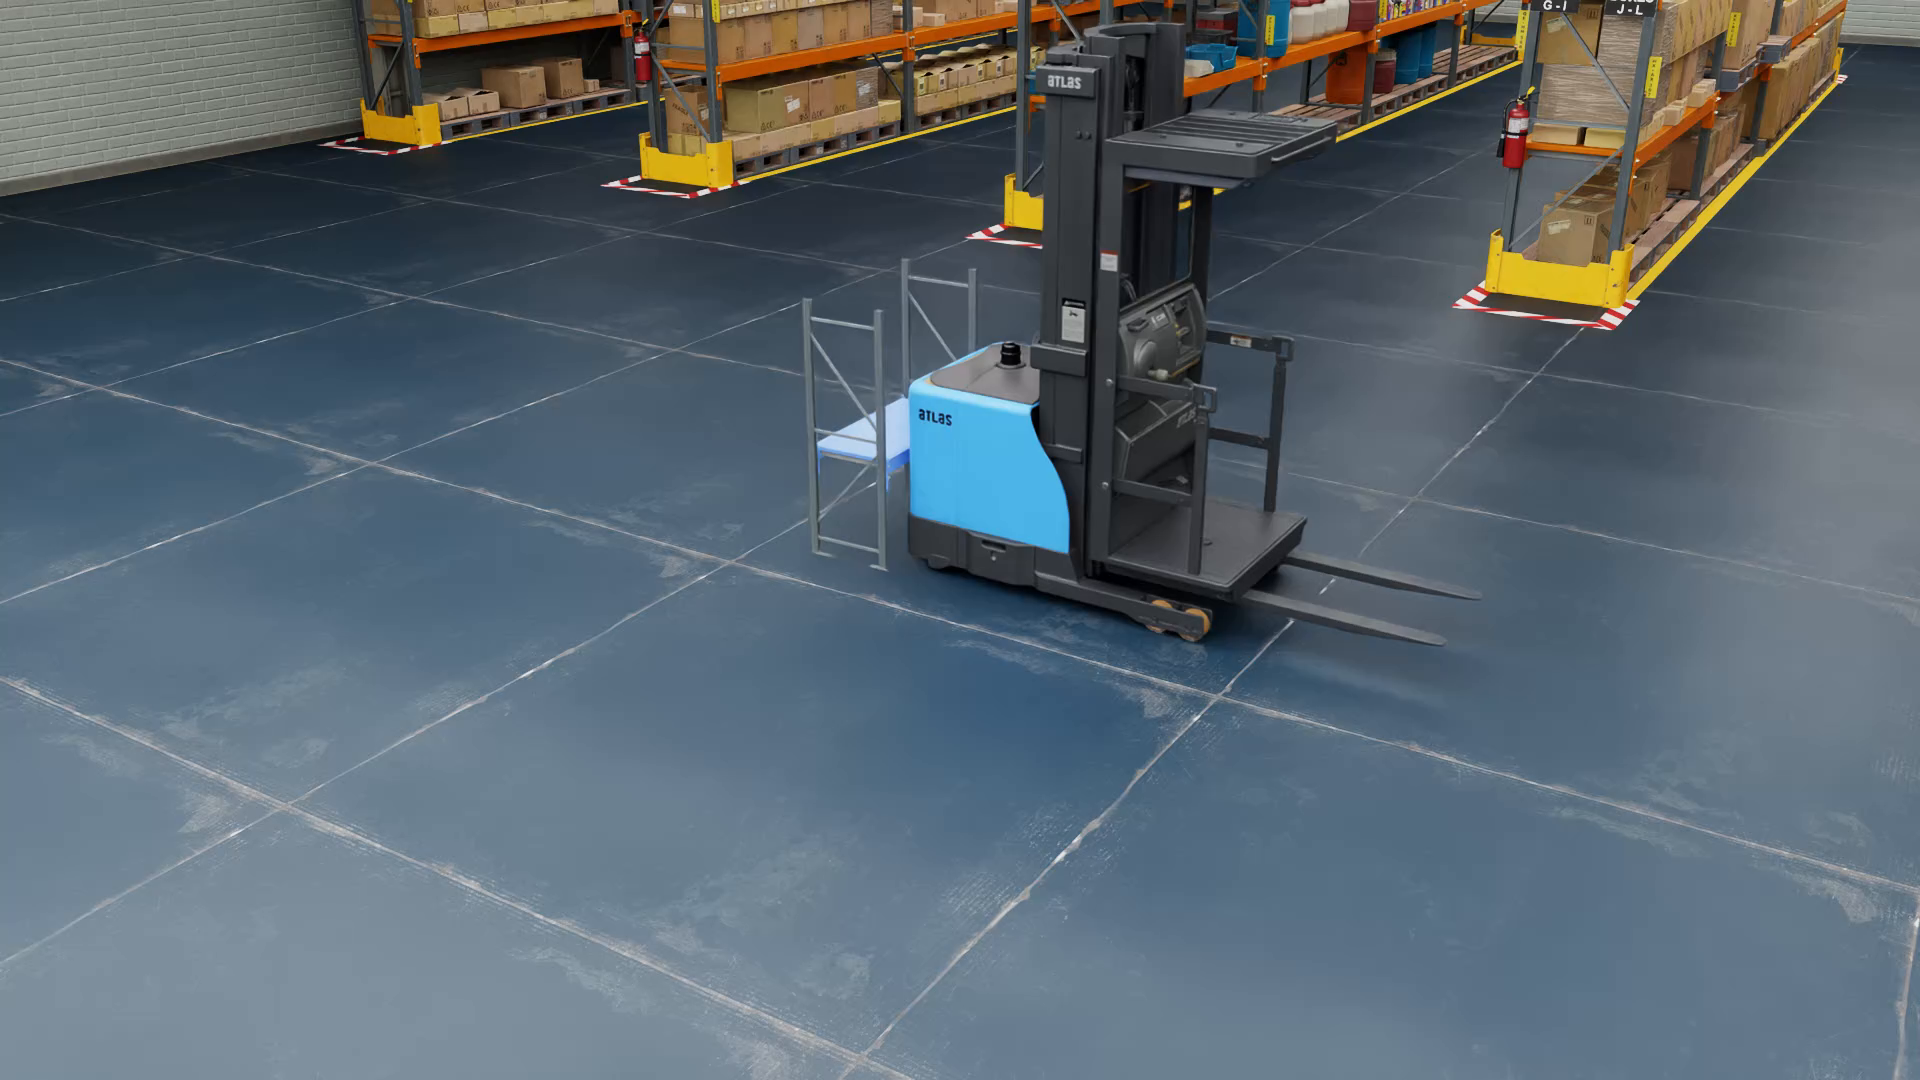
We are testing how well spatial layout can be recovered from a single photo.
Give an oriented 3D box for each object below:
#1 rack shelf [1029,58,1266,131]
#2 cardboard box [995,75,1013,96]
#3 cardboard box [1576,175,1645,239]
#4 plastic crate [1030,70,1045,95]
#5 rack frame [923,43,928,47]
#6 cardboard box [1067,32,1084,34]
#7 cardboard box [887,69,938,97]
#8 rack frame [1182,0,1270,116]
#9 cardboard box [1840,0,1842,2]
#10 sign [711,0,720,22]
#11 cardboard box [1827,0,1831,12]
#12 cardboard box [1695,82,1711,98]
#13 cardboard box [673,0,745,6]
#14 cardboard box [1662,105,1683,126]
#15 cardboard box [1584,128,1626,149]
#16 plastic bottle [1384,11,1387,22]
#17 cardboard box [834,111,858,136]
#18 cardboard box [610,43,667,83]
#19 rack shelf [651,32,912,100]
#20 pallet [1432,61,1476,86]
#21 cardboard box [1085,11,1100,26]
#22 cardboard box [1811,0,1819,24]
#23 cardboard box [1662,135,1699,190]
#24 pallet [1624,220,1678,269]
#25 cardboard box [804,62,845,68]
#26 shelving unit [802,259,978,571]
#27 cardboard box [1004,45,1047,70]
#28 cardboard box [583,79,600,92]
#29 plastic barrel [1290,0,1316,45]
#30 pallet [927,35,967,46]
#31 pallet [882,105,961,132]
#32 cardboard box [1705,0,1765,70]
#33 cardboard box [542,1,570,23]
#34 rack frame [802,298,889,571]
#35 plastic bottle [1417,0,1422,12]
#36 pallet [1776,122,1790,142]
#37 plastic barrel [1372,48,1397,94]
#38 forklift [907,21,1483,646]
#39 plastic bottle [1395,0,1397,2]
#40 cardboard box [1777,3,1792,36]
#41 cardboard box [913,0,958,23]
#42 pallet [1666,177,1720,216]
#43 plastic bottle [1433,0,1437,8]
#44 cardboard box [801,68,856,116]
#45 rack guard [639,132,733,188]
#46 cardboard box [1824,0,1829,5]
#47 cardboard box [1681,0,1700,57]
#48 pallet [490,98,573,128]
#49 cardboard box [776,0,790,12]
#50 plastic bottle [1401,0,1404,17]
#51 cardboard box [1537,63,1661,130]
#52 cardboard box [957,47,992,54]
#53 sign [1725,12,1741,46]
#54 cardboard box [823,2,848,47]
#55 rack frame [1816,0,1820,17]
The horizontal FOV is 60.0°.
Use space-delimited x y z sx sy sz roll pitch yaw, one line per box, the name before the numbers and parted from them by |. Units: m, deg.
rack shelf | 2.080 -4.904 18.209 1.077 0.370 4.000 14 27 29
cardboard box | 0.432 -6.657 24.285 0.500 0.250 0.500 15 27 30
cardboard box | 6.209 -3.191 15.963 0.500 0.500 0.500 17 29 34
plastic crate | 1.035 -4.723 17.071 0.499 0.251 0.616 14 27 29
rack frame | -1.062 -10.686 30.658 1.000 3.000 0.127 14 27 29
cardboard box | 1.877 -8.072 27.212 0.500 0.500 0.500 13 26 27
cardboard box | -0.642 -6.224 22.579 0.500 0.311 0.500 14 27 29
rack frame | 3.135 -5.910 19.625 1.000 3.000 0.127 14 27 29
cardboard box | 13.362 -8.360 25.603 0.380 0.149 0.250 14 27 30
sign | -2.713 -5.914 18.446 0.100 0.325 0.005 14 27 29
cardboard box | 12.550 -7.840 24.400 0.380 0.149 0.250 13 27 28
cardboard box | 7.339 -4.540 16.777 0.380 0.149 0.250 14 27 29
cardboard box | -2.896 -6.413 19.029 0.700 0.500 0.500 14 27 29
cardboard box | 6.459 -3.939 15.388 0.380 0.149 0.250 14 27 29
cardboard box | 5.586 -3.453 14.266 0.380 0.149 0.250 14 27 29
plastic bottle | 5.884 -7.313 23.117 0.097 0.201 0.097 0 23 0
cardboard box | -1.654 -5.339 21.240 0.500 0.250 0.500 14 27 29
cardboard box | -4.908 -7.292 25.412 0.700 0.500 0.500 15 28 31
rack shelf | -2.126 -5.944 20.610 1.077 0.370 4.000 14 27 29
pallet | 7.710 -7.586 27.008 1.003 0.211 1.213 14 27 29
cardboard box | 2.159 -8.598 27.485 0.500 0.250 0.500 14 27 29
cardboard box | 11.548 -7.403 22.948 0.500 0.500 0.500 14 27 29
cardboard box | 7.685 -4.129 18.105 0.700 0.500 0.500 12 26 25
pallet | 6.376 -2.945 16.286 1.003 0.211 1.213 14 27 29
cardboard box | -1.839 -5.963 21.736 0.500 0.500 0.500 14 27 29
shelving unit | -0.375 -0.743 9.578 0.538 1.500 1.048 13 27 27
cardboard box | 0.972 -7.259 24.968 0.500 0.311 0.500 15 27 30
cardboard box | -5.538 -6.701 24.465 0.380 0.166 0.250 10 25 22
plastic barrel | 4.213 -6.497 20.810 0.433 0.535 0.433 0 23 0
pallet | -0.594 -9.646 31.767 1.003 0.211 1.213 14 27 29
pallet | -0.716 -5.926 23.173 1.003 0.211 1.213 14 27 29
cardboard box | 7.881 -5.579 17.577 1.000 1.000 1.000 14 27 29
cardboard box | -5.796 -7.363 23.147 0.500 0.250 0.500 14 27 29
rack frame | -0.628 -0.568 9.174 0.500 1.500 0.032 13 27 27
plastic bottle | 6.686 -7.851 24.256 0.061 0.283 0.133 14 27 29
pallet | 10.577 -5.602 22.426 1.003 0.211 1.213 14 27 29
plastic barrel | 6.084 -6.896 24.410 0.600 0.588 0.708 14 27 29
forklift | 1.226 -1.065 8.520 3.031 2.935 1.130 14 27 29
plastic bottle | 6.367 -7.823 24.107 0.144 0.351 0.185 14 27 29
cardboard box | 9.940 -6.375 20.574 0.500 0.500 0.500 15 27 30
cardboard box | -0.374 -7.428 23.008 0.500 0.500 0.500 16 28 33
pallet | 7.752 -3.855 18.389 1.003 0.211 1.213 14 27 29
plastic bottle | 7.050 -8.146 24.853 0.144 0.351 0.185 14 27 29
cardboard box | -1.664 -5.686 21.097 0.500 0.500 0.500 14 27 29
rack guard | -3.194 -4.444 19.385 1.175 0.500 0.348 14 27 29
cardboard box | 12.300 -7.910 24.060 0.500 0.250 0.500 14 27 29
cardboard box | 6.287 -4.628 14.905 0.500 0.500 0.500 14 27 29
pallet | -6.249 -6.059 23.479 1.003 0.211 1.213 14 27 29
cardboard box | -2.248 -6.379 19.766 0.380 0.149 0.250 13 27 27
plastic bottle | 6.268 -7.591 23.672 0.097 0.271 0.097 0 23 0
cardboard box | 5.546 -3.884 14.446 0.875 0.500 0.500 14 27 29
cardboard box | 0.243 -7.193 24.816 0.500 0.311 0.500 13 27 28
sign | 7.808 -5.158 16.799 0.100 0.325 0.005 14 27 29
cardboard box | -1.841 -6.496 20.854 0.700 0.500 0.500 14 27 30
rack frame | 11.563 -7.572 23.465 1.000 3.000 0.127 14 27 29
